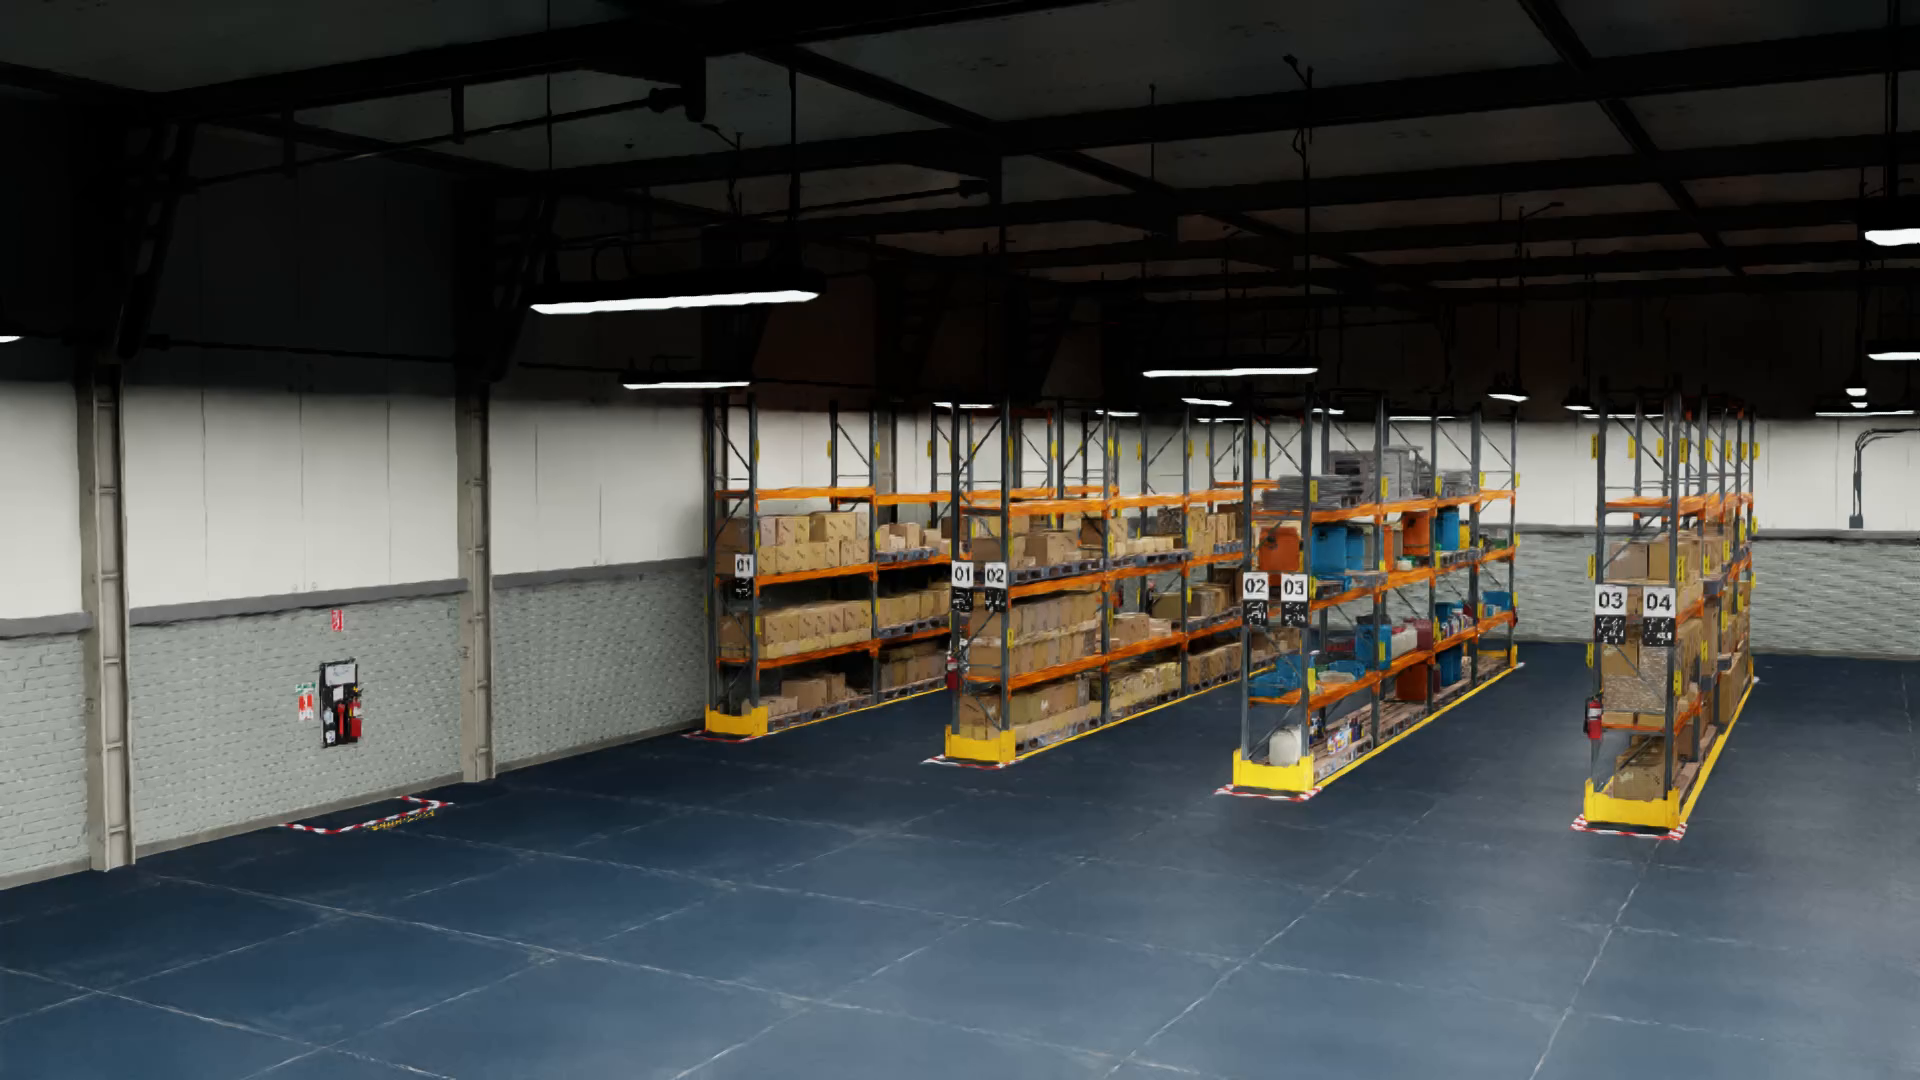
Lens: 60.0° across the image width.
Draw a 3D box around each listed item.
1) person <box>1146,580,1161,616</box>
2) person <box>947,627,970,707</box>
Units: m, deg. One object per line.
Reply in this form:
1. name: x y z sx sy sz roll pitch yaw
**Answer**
1. person: 4.947 1.855 42.859 0.542 1.651 1.112 1 3 26
2. person: 0.013 2.462 32.106 0.639 1.628 0.506 2 3 28
